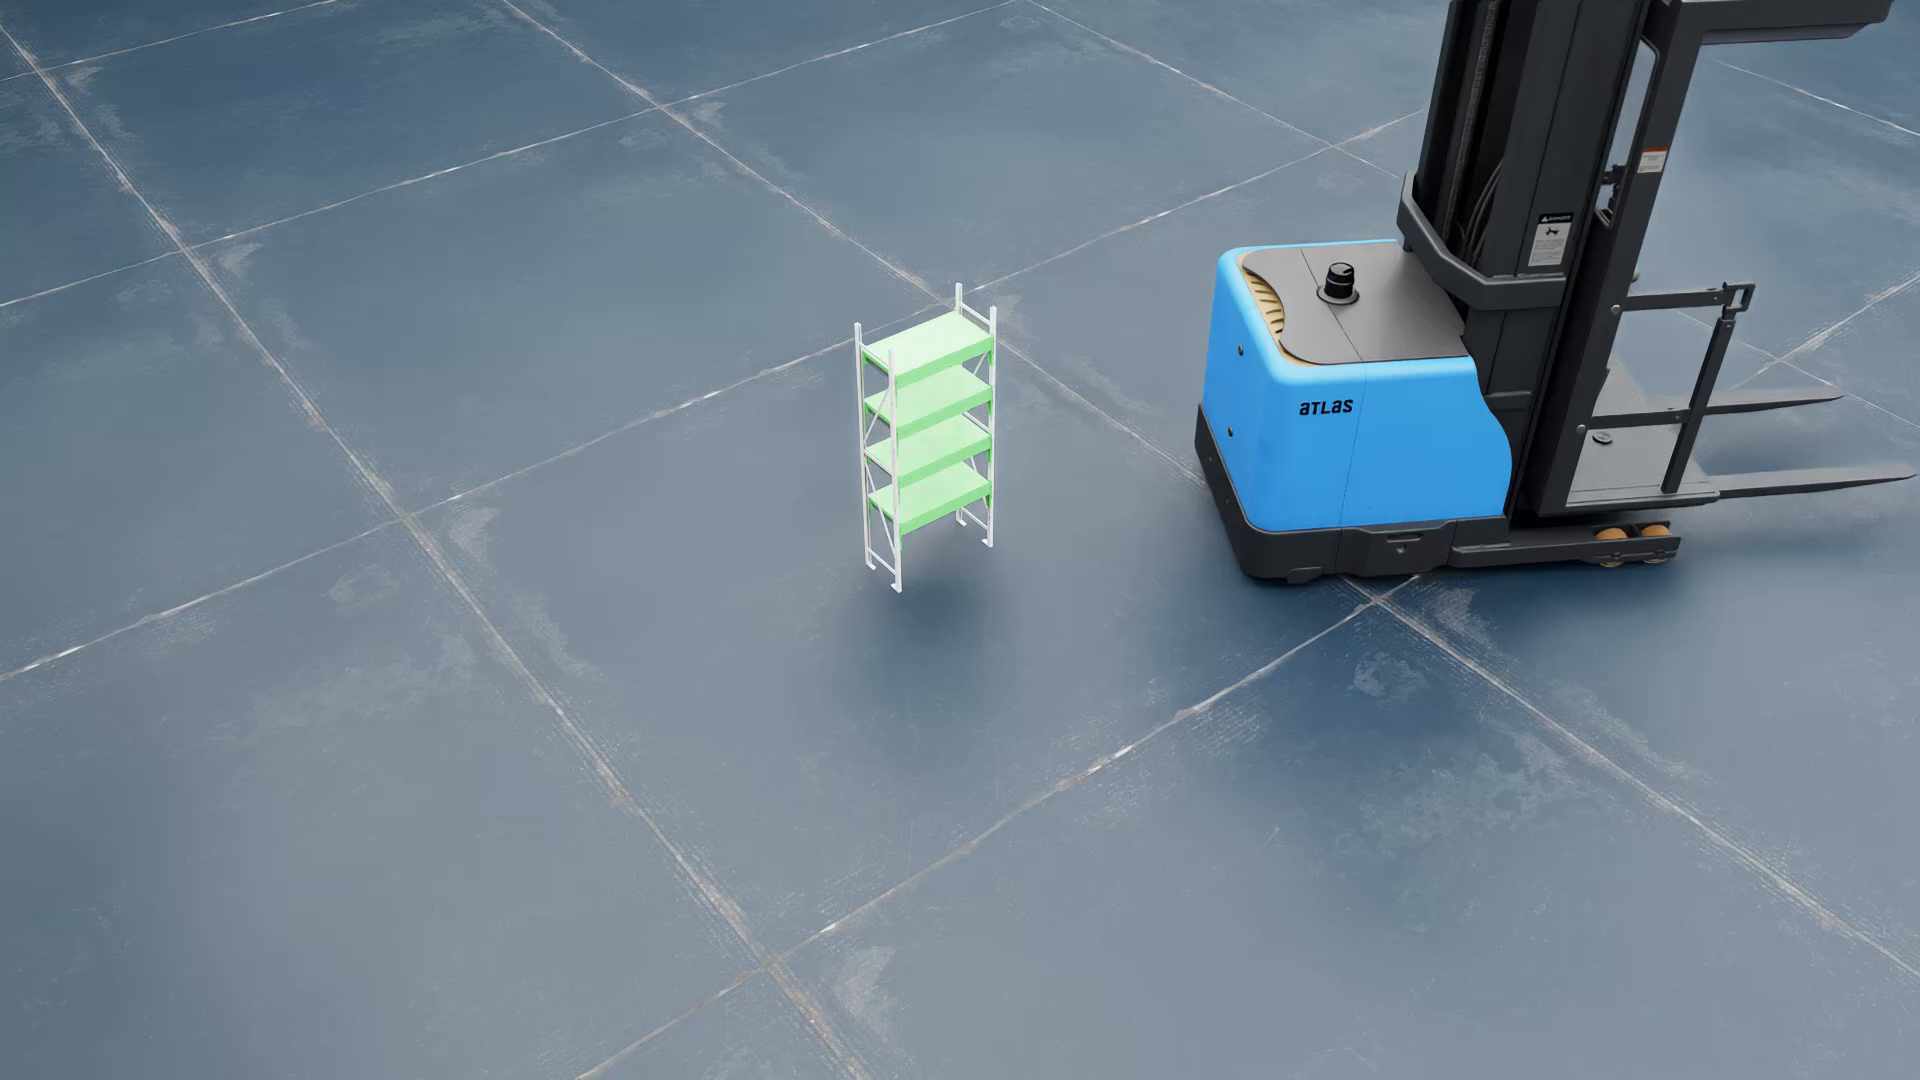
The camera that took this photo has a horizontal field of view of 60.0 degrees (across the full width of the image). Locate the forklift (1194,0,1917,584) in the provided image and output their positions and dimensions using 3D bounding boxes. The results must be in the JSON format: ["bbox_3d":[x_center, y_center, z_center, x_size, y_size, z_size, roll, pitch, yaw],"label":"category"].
[{"bbox_3d":[2.634,-1.349,6.584,3.031,2.935,1.130,-4,40,-5],"label":"forklift"}]

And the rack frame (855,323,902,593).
[{"bbox_3d":[-0.325,-0.306,6.677,0.015,1.200,0.240,-26,46,-28],"label":"rack frame"}]

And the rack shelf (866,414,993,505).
[{"bbox_3d":[-0.131,-0.351,6.832,0.480,0.148,0.258,-26,46,-28],"label":"rack shelf"}]

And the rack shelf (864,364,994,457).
[{"bbox_3d":[-0.131,-0.536,6.680,0.480,0.148,0.258,-26,46,-28],"label":"rack shelf"}]

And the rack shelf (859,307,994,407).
[{"bbox_3d":[-0.131,-0.722,6.528,0.480,0.148,0.258,-26,46,-28],"label":"rack shelf"}]

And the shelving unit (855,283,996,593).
[{"bbox_3d":[-0.131,-0.400,6.791,0.503,1.200,0.258,-26,46,-28],"label":"shelving unit"}]

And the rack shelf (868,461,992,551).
[{"bbox_3d":[-0.131,-0.165,6.984,0.480,0.148,0.258,-26,46,-28],"label":"rack shelf"}]

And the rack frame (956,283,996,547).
[{"bbox_3d":[0.062,-0.494,6.906,0.015,1.200,0.240,-26,46,-28],"label":"rack frame"}]
